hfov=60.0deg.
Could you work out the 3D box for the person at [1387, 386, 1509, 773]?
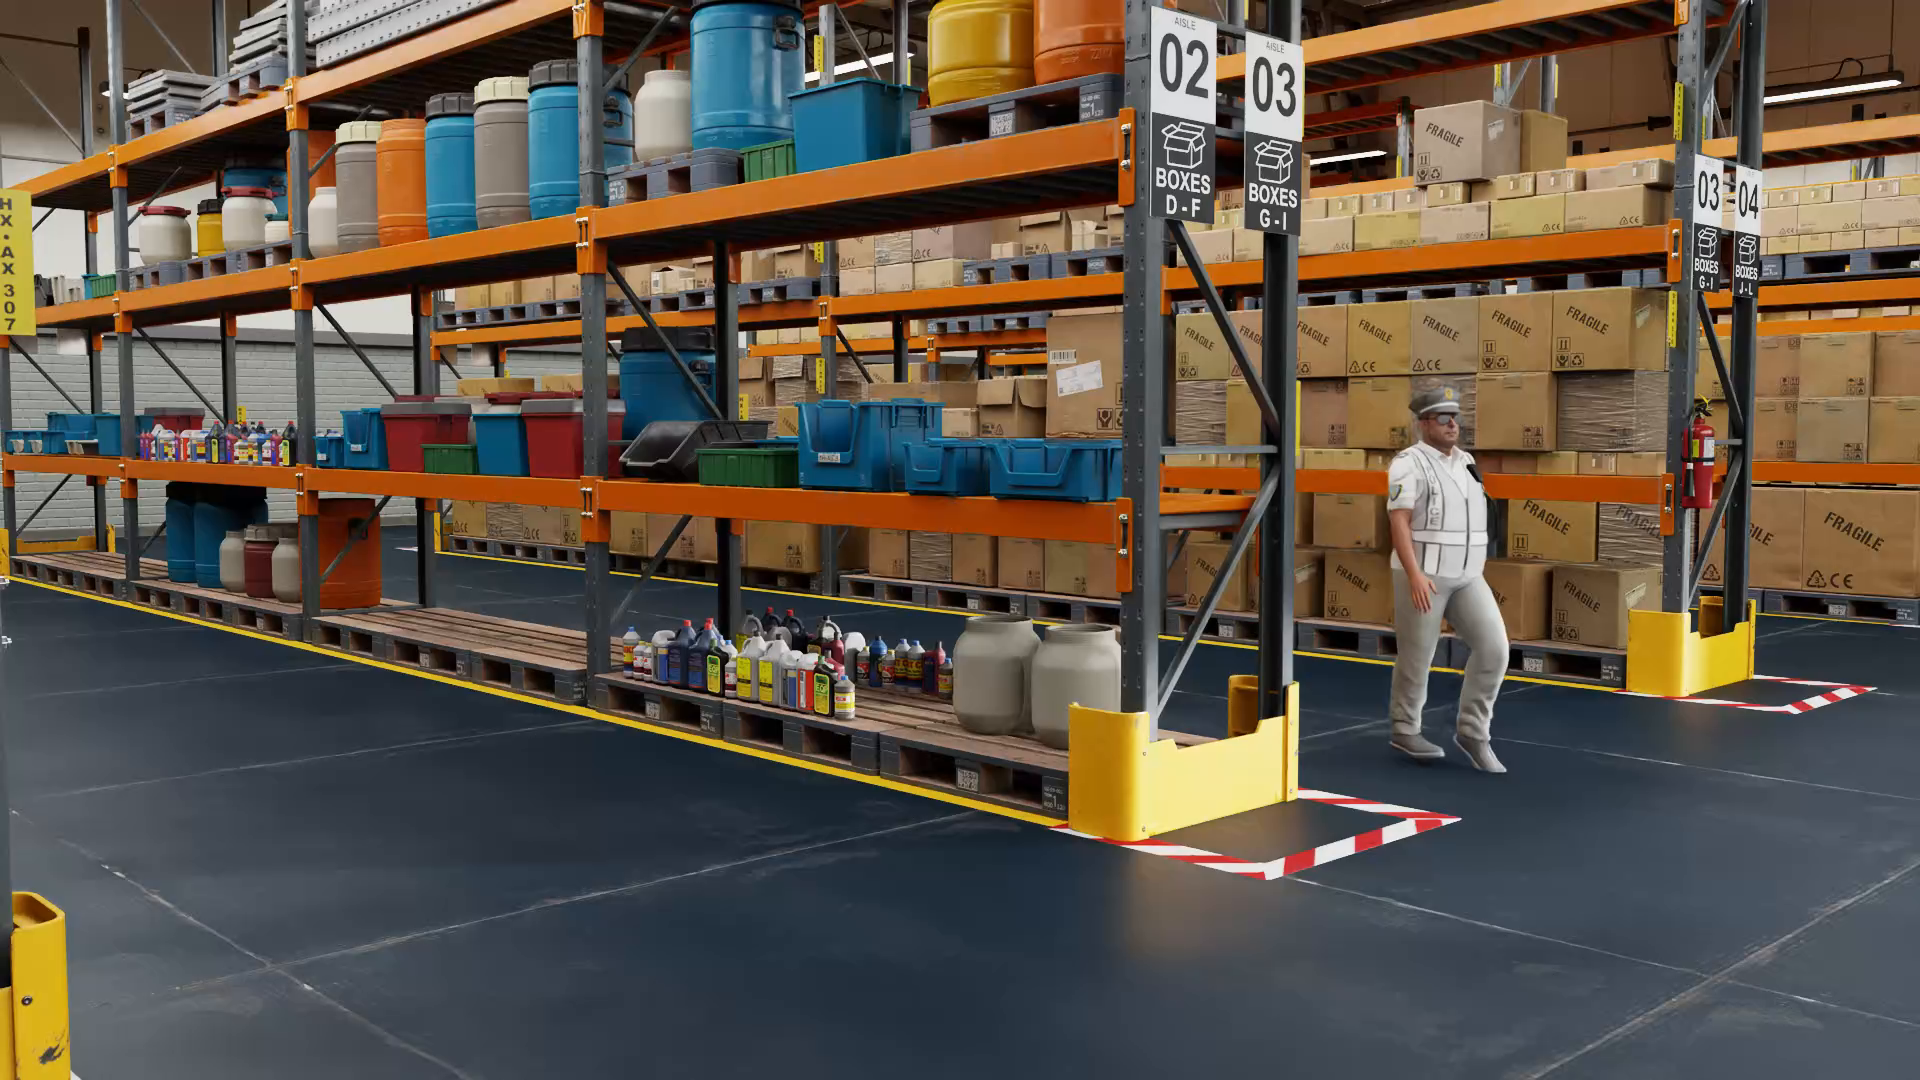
[{"bbox_3d":[2.281,0.205,7.845,0.588,1.852,0.553,-2,4,-23],"label":"person"}]
